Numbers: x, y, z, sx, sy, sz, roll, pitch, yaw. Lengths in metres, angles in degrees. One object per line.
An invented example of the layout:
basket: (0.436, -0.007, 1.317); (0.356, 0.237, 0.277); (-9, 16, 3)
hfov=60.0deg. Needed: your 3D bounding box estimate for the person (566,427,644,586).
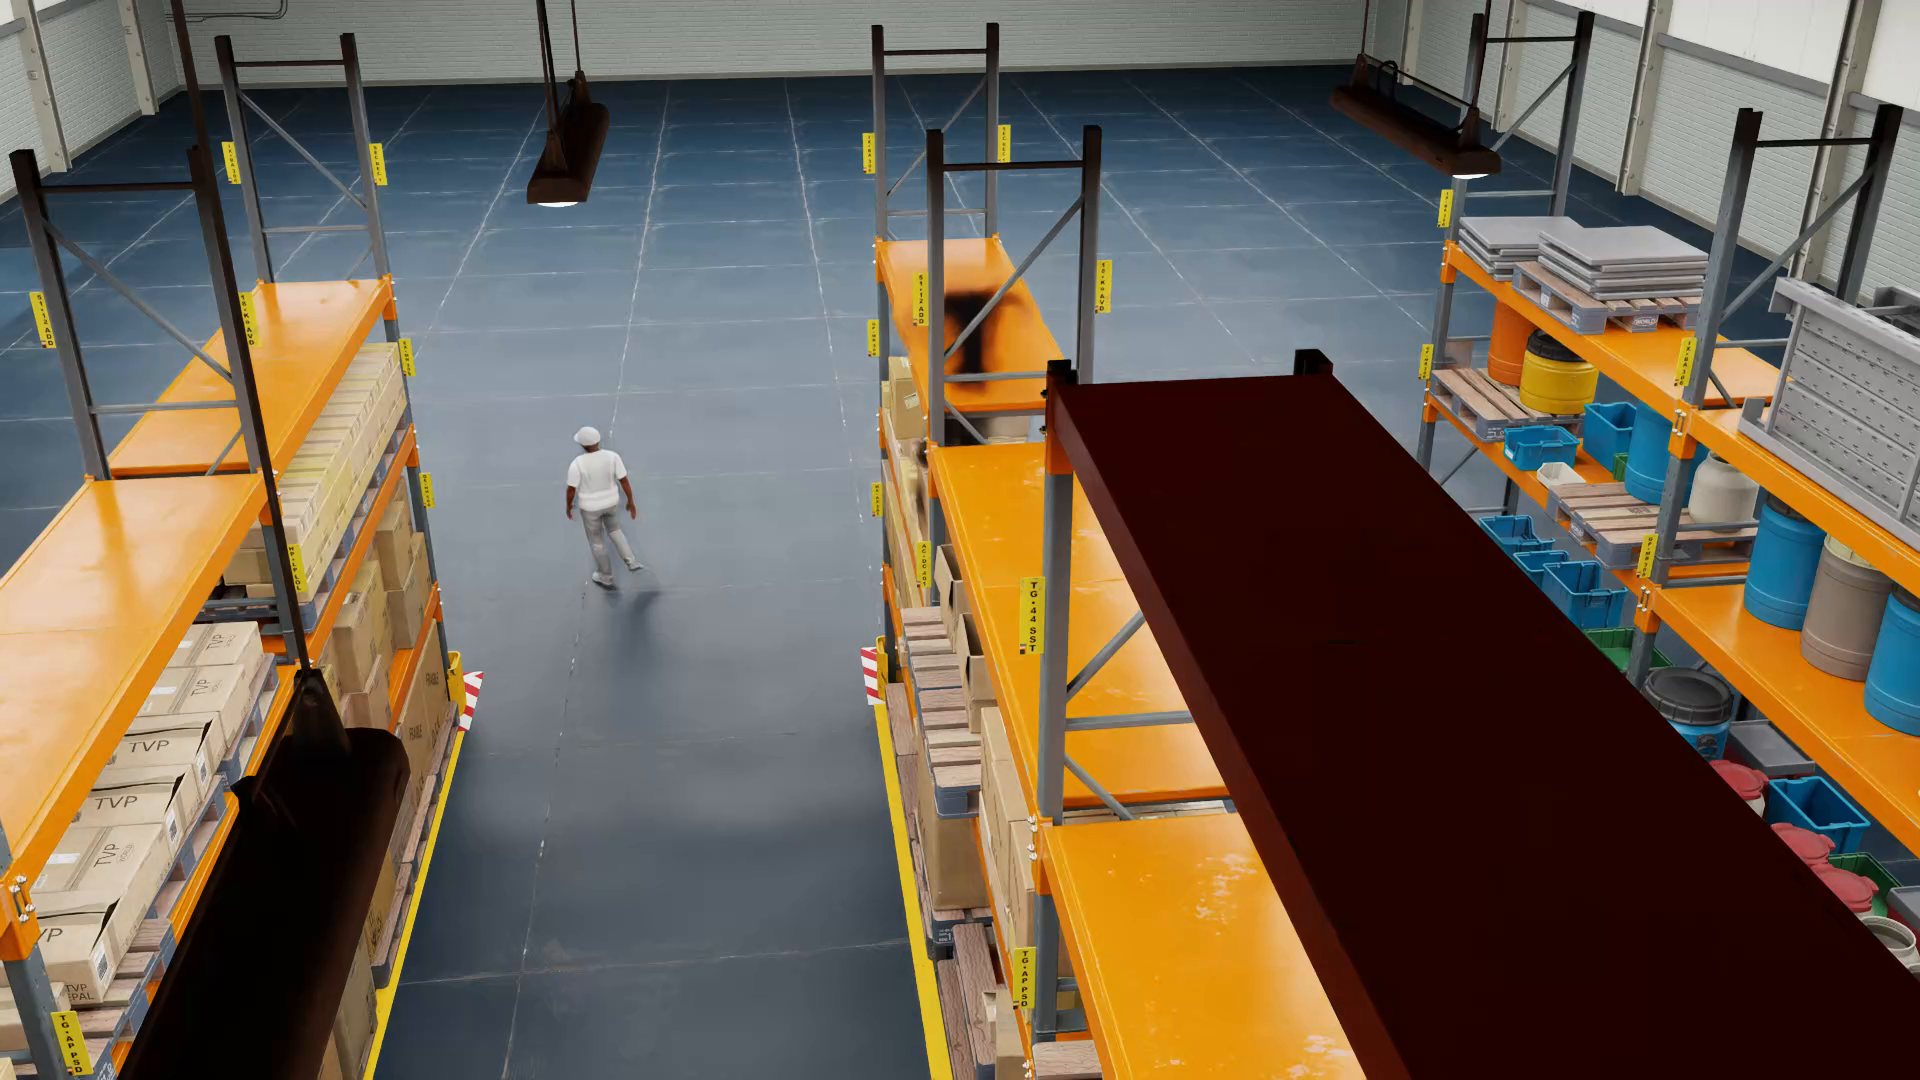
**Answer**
person: (-3.690, -0.345, 17.174); (0.666, 1.753, 0.586); (-17, 31, -32)
